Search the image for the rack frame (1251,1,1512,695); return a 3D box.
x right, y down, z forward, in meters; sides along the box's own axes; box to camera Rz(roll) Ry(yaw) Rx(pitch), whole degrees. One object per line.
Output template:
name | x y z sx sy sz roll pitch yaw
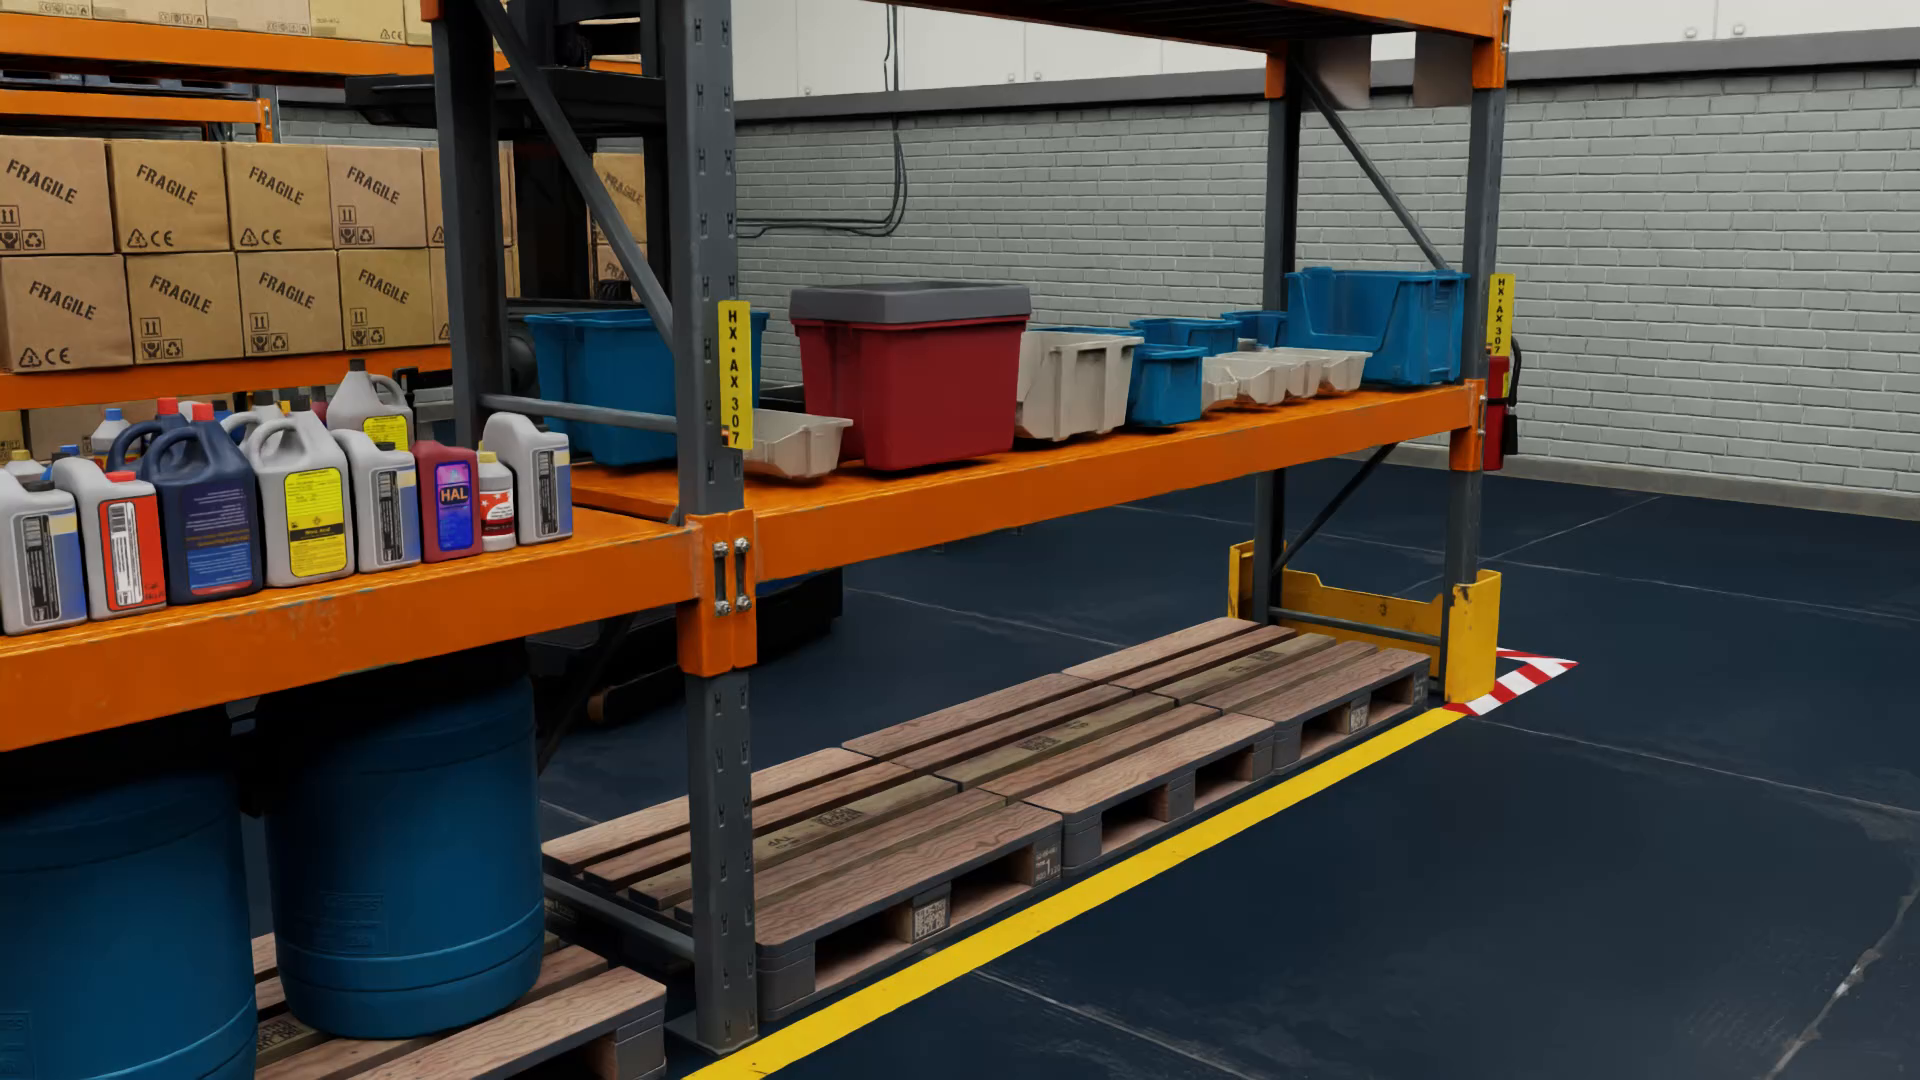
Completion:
rack frame | 1.733 -0.888 7.001 1.000 3.000 0.127 10 15 40

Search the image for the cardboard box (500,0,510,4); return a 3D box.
cardboard box | -2.462 -2.990 8.970 0.500 0.250 0.500 10 15 40

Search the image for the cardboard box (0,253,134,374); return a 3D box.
cardboard box | -4.084 -1.030 7.453 0.500 0.500 0.500 10 15 42

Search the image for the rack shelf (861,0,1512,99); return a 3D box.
rack shelf | 0.413 -1.712 5.304 1.077 0.370 4.000 10 15 40

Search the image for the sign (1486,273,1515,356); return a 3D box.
sign | 2.157 -0.900 6.640 0.100 0.325 0.005 10 15 40

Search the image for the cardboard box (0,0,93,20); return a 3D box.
cardboard box | -4.118 -2.378 7.182 0.500 0.250 0.500 10 15 40

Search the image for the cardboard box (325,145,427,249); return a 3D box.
cardboard box | -3.083 -1.741 8.460 0.500 0.500 0.500 10 15 42

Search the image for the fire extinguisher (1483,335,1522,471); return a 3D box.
fire extinguisher | 2.174 -0.631 6.862 0.296 0.674 0.183 10 15 40

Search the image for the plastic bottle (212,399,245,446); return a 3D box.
plastic bottle | -1.684 -0.185 3.806 0.097 0.271 0.097 0 11 0

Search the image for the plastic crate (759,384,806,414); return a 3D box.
plastic crate | -0.370 -0.394 5.074 0.437 0.125 0.590 10 15 40

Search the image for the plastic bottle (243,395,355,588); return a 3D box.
plastic bottle | -1.268 -0.098 3.170 0.144 0.351 0.185 10 15 40

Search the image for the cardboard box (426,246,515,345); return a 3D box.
cardboard box | -2.749 -1.328 8.945 0.500 0.500 0.500 10 15 41

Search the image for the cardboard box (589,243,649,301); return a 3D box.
cardboard box | -2.076 -1.477 9.694 0.500 0.500 0.500 10 15 42

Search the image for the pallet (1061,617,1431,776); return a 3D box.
pallet | 1.160 0.595 6.691 1.003 0.211 1.213 10 15 40

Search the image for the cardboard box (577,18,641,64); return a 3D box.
cardboard box | -2.126 -2.817 9.382 0.500 0.250 0.500 10 15 40

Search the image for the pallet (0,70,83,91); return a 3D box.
pallet | -6.996 -3.306 11.673 1.003 0.211 1.213 10 15 40

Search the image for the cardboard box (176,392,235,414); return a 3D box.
cardboard box | -6.095 -1.033 13.037 0.700 0.500 0.500 10 15 40

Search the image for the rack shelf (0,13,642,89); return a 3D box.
rack shelf | -3.305 -2.353 8.513 1.077 0.370 4.000 10 15 40

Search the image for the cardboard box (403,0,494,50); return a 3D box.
cardboard box | -2.785 -2.670 8.644 0.500 0.250 0.500 10 15 40

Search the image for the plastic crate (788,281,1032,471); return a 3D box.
plastic crate | -0.129 -0.460 4.537 0.402 0.464 0.583 10 15 40

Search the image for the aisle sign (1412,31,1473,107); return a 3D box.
aisle sign | 2.001 -2.136 6.609 0.394 0.787 0.004 10 15 40

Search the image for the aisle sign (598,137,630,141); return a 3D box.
aisle sign | -2.160 -2.852 10.196 0.394 0.787 0.004 10 15 40

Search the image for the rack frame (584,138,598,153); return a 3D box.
rack frame | -1.985 -1.529 10.210 1.000 3.000 0.127 10 15 40

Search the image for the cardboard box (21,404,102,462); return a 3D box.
cardboard box | -6.757 -0.886 12.297 0.700 0.500 0.500 9 14 39

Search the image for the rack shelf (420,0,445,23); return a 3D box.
rack shelf | -2.227 -1.124 2.358 1.077 0.370 4.000 10 15 40

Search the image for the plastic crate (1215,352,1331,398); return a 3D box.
plastic crate | 1.129 -0.604 6.099 0.396 0.136 0.243 10 15 40

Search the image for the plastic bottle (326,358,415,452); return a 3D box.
plastic bottle | -1.410 -0.260 3.980 0.144 0.351 0.185 10 15 40

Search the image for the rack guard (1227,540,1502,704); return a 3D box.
rack guard | 1.740 0.332 7.272 1.175 0.500 0.348 10 15 40

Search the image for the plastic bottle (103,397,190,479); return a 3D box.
plastic bottle | -1.498 -0.090 3.127 0.144 0.351 0.185 10 15 40

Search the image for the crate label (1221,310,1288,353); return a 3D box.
crate label | 1.323 -0.842 7.042 0.416 0.233 0.303 10 15 40

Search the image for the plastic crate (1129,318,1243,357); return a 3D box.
plastic crate | 0.889 -0.745 6.557 0.416 0.233 0.300 10 15 40

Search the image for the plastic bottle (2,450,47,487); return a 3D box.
plastic bottle | -1.966 -0.088 3.499 0.097 0.201 0.097 0 11 0

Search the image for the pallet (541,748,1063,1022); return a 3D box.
pallet | -0.451 0.954 4.894 1.003 0.211 1.213 10 15 40

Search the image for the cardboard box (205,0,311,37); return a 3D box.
cardboard box | -3.454 -2.524 7.915 0.500 0.250 0.500 10 15 40

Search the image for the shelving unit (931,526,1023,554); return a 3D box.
shelving unit | -0.004 -0.734 10.059 0.431 1.500 0.755 10 15 40

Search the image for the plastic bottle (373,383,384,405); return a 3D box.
plastic bottle | -1.470 -0.244 4.072 0.061 0.283 0.133 10 15 40

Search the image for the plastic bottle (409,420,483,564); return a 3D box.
plastic bottle | -1.043 -0.103 3.366 0.061 0.283 0.133 10 15 40

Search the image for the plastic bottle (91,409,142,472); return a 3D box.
plastic bottle | -1.837 -0.151 3.635 0.097 0.271 0.097 0 11 0

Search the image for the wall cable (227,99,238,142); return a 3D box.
wall cable | -5.574 -2.978 14.870 0.084 1.984 1.851 10 15 40

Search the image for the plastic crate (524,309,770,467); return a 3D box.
plastic crate | -0.855 -0.434 4.614 0.392 0.384 0.575 10 15 40

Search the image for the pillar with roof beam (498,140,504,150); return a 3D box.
pillar with roof beam | -1.342 -5.064 12.588 9.100 9.000 0.400 10 15 40

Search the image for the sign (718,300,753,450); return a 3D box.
sign | -0.495 -0.364 3.670 0.100 0.325 0.005 10 15 40

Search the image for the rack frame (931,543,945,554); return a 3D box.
rack frame | -0.246 -0.681 9.790 0.400 1.500 0.023 10 15 40

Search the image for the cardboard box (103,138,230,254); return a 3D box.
cardboard box | -3.763 -1.589 7.701 0.500 0.500 0.500 9 15 39

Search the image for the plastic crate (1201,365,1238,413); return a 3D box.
plastic crate | 0.782 -0.514 5.647 0.298 0.136 0.250 10 15 40

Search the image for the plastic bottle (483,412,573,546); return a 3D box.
plastic bottle | -0.924 -0.139 3.567 0.152 0.276 0.135 10 15 40

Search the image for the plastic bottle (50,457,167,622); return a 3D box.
plastic bottle | -1.498 -0.011 2.926 0.152 0.276 0.135 10 15 40

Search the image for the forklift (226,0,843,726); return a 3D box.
forklift | -1.699 -0.805 6.756 1.130 2.935 3.031 6 13 27

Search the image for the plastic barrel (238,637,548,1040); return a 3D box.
plastic barrel | -1.279 0.601 3.829 0.600 0.901 0.708 10 15 40

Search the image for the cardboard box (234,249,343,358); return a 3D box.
cardboard box | -3.417 -1.179 8.199 0.500 0.500 0.500 10 15 40

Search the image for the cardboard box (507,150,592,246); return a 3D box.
cardboard box | -2.405 -1.893 9.224 0.500 0.500 0.500 10 15 42
